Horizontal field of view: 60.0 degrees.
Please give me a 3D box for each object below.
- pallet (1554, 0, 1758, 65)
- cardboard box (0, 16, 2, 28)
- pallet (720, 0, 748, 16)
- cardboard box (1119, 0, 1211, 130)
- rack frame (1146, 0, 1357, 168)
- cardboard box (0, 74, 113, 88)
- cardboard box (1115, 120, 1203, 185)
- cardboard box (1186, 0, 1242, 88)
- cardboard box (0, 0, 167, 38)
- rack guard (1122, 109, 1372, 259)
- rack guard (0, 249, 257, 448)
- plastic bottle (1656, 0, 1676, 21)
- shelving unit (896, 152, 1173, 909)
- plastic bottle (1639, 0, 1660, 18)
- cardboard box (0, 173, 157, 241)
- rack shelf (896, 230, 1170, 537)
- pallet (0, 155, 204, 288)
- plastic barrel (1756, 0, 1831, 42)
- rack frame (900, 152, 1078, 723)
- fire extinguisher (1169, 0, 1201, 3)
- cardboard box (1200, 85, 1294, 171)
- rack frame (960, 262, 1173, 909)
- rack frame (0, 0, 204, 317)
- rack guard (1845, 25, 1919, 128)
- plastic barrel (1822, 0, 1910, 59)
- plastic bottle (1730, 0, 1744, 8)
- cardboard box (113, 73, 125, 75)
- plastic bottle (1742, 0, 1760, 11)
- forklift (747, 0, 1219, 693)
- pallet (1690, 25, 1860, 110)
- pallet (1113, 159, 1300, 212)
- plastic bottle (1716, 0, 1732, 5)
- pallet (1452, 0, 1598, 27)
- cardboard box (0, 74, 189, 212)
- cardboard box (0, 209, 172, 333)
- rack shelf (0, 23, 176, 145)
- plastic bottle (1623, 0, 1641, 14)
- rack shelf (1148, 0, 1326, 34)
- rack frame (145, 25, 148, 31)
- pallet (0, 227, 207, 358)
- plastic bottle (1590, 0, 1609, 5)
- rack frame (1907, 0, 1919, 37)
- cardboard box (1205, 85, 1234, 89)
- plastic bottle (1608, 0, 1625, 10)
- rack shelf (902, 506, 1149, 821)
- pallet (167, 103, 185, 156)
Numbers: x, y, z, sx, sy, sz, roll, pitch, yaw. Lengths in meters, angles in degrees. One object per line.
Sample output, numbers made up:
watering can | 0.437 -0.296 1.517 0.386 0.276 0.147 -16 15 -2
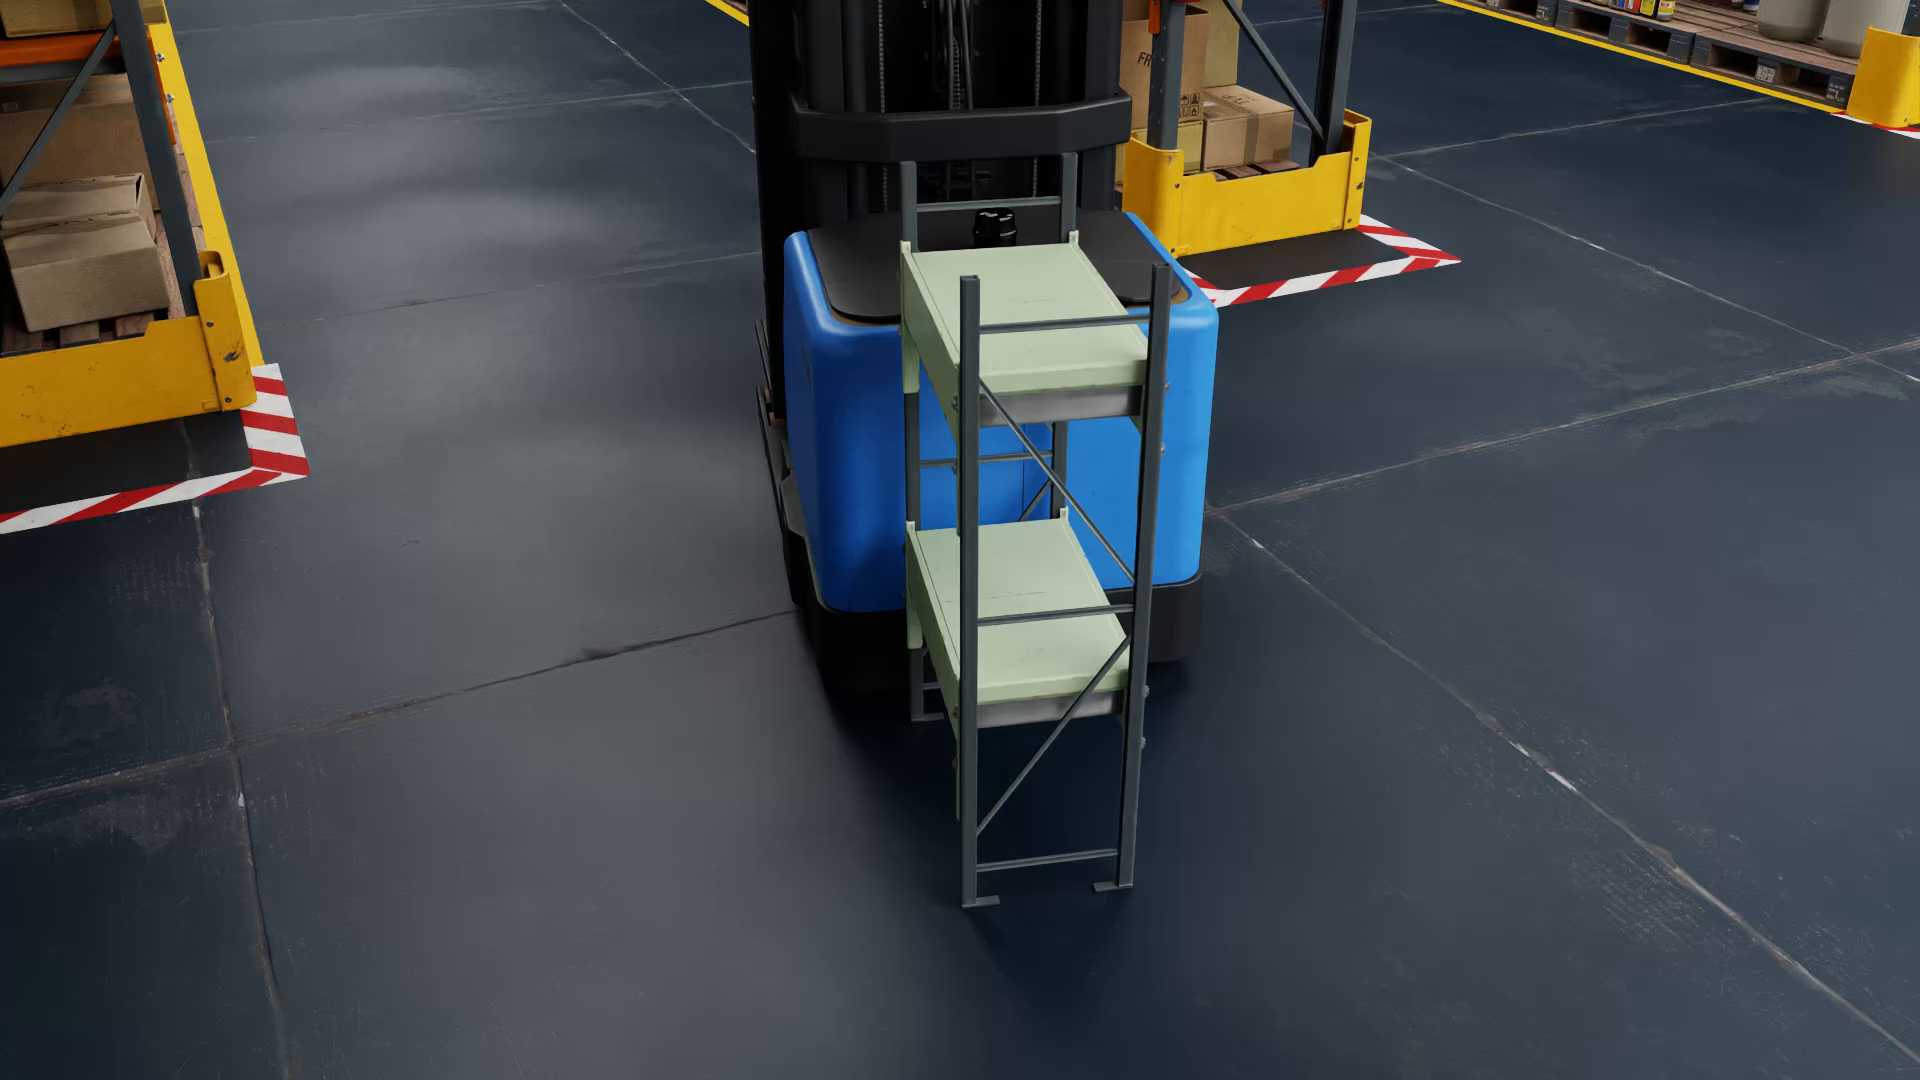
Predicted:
pallet | 4.851 -3.511 11.295 1.003 0.211 1.213 -13 32 -22
cardboard box | -3.533 -1.834 5.587 0.500 0.250 0.500 -13 32 -21
pallet | -1.282 -4.174 12.478 1.003 0.211 1.213 -13 32 -22
cardboard box | 0.816 -2.252 7.814 0.500 0.500 0.500 -13 32 -22
rack frame | 1.315 -2.767 7.117 1.000 3.000 0.127 -13 32 -22
cardboard box | -4.393 -2.143 8.111 0.500 0.500 0.500 -16 33 -26
cardboard box | 0.818 -1.925 7.999 0.500 0.250 0.500 -13 32 -22
cardboard box | 1.069 -2.582 8.402 0.500 0.500 0.500 -13 32 -22
cardboard box | -3.080 -1.950 5.794 0.500 0.250 0.500 -14 32 -23
rack guard | 1.325 -1.666 7.710 1.175 0.500 0.348 -13 32 -22
rack guard | -3.190 -0.668 5.930 1.175 0.500 0.348 -13 32 -22
plastic bottle | 4.606 -3.496 10.828 0.097 0.201 0.097 0 29 0
shelving unit | 0.131 -0.018 3.749 0.431 1.500 0.755 -5 30 -9
plastic bottle | 4.539 -3.579 10.893 0.061 0.283 0.133 -12 32 -21
cardboard box | -3.618 -1.320 6.837 0.500 0.311 0.500 -10 31 -18
rack shelf | 0.131 -0.359 3.558 0.431 0.370 0.720 -5 30 -9
pallet | -4.027 -1.447 7.614 1.003 0.211 1.213 -13 32 -22
plastic barrel | 5.223 -3.399 10.359 0.421 0.512 0.421 0 29 0
rack frame | 0.065 -0.194 4.063 0.400 1.500 0.023 -5 30 -9
fire extinguisher | 0.946 -2.583 6.869 0.296 0.674 0.183 -13 32 -22
cardboard box | 1.285 -2.034 8.193 0.500 0.250 0.500 -13 32 -22
rack frame | 0.198 0.158 3.435 0.400 1.500 0.023 -5 30 -9
rack frame | -3.158 -1.725 5.259 1.000 3.000 0.127 -13 32 -22
rack guard | 5.715 -2.738 9.622 1.175 0.500 0.348 -13 32 -22
plastic barrel | 5.438 -3.178 9.964 0.421 0.512 0.421 0 29 0
plastic bottle | 5.249 -3.688 11.172 0.097 0.201 0.097 0 29 0
cardboard box | -5.206 -2.915 9.488 0.700 0.500 0.500 -12 31 -20
plastic bottle | 5.293 -3.673 11.074 0.097 0.271 0.097 0 29 0
forklift | -0.113 -1.578 5.067 1.130 2.935 3.031 -5 30 -9
pallet | 5.371 -2.972 10.335 1.003 0.211 1.213 -13 32 -22
pallet | 0.949 -1.879 8.386 1.003 0.211 1.213 -13 32 -22
plastic bottle | 5.212 -3.782 11.256 0.061 0.283 0.133 -13 32 -21
pallet | 4.324 -4.050 12.257 1.003 0.211 1.213 -13 32 -22
cardboard box | -3.888 -1.737 7.387 0.700 0.500 0.500 -15 33 -25
cardboard box | -3.373 -1.069 6.388 0.500 0.311 0.500 -17 33 -28
rack shelf | -4.016 -2.295 7.011 1.077 0.370 4.000 -13 32 -22
plastic bottle | 4.522 -3.645 11.019 0.152 0.276 0.135 -13 32 -22
rack shelf | 0.456 -3.336 8.869 1.077 0.370 4.000 -13 32 -22
rack frame | -4.875 -3.492 8.410 1.000 3.000 0.127 -13 32 -22
pallet | -3.507 -0.908 6.654 1.003 0.211 1.213 -13 32 -22
plastic bottle | 4.388 -3.811 11.239 0.144 0.351 0.185 -12 31 -20
rack frame | 5.790 -3.805 8.969 1.000 3.000 0.127 -13 32 -22
cardboard box | 1.067 -2.254 8.585 0.500 0.250 0.500 -13 32 -22
plastic bottle | 4.463 -3.707 11.128 0.152 0.276 0.135 -14 32 -23
rack shelf | 0.131 0.266 3.909 0.431 0.370 0.720 -5 30 -9
pallet | -4.555 -1.986 8.576 1.003 0.211 1.213 -13 32 -22
